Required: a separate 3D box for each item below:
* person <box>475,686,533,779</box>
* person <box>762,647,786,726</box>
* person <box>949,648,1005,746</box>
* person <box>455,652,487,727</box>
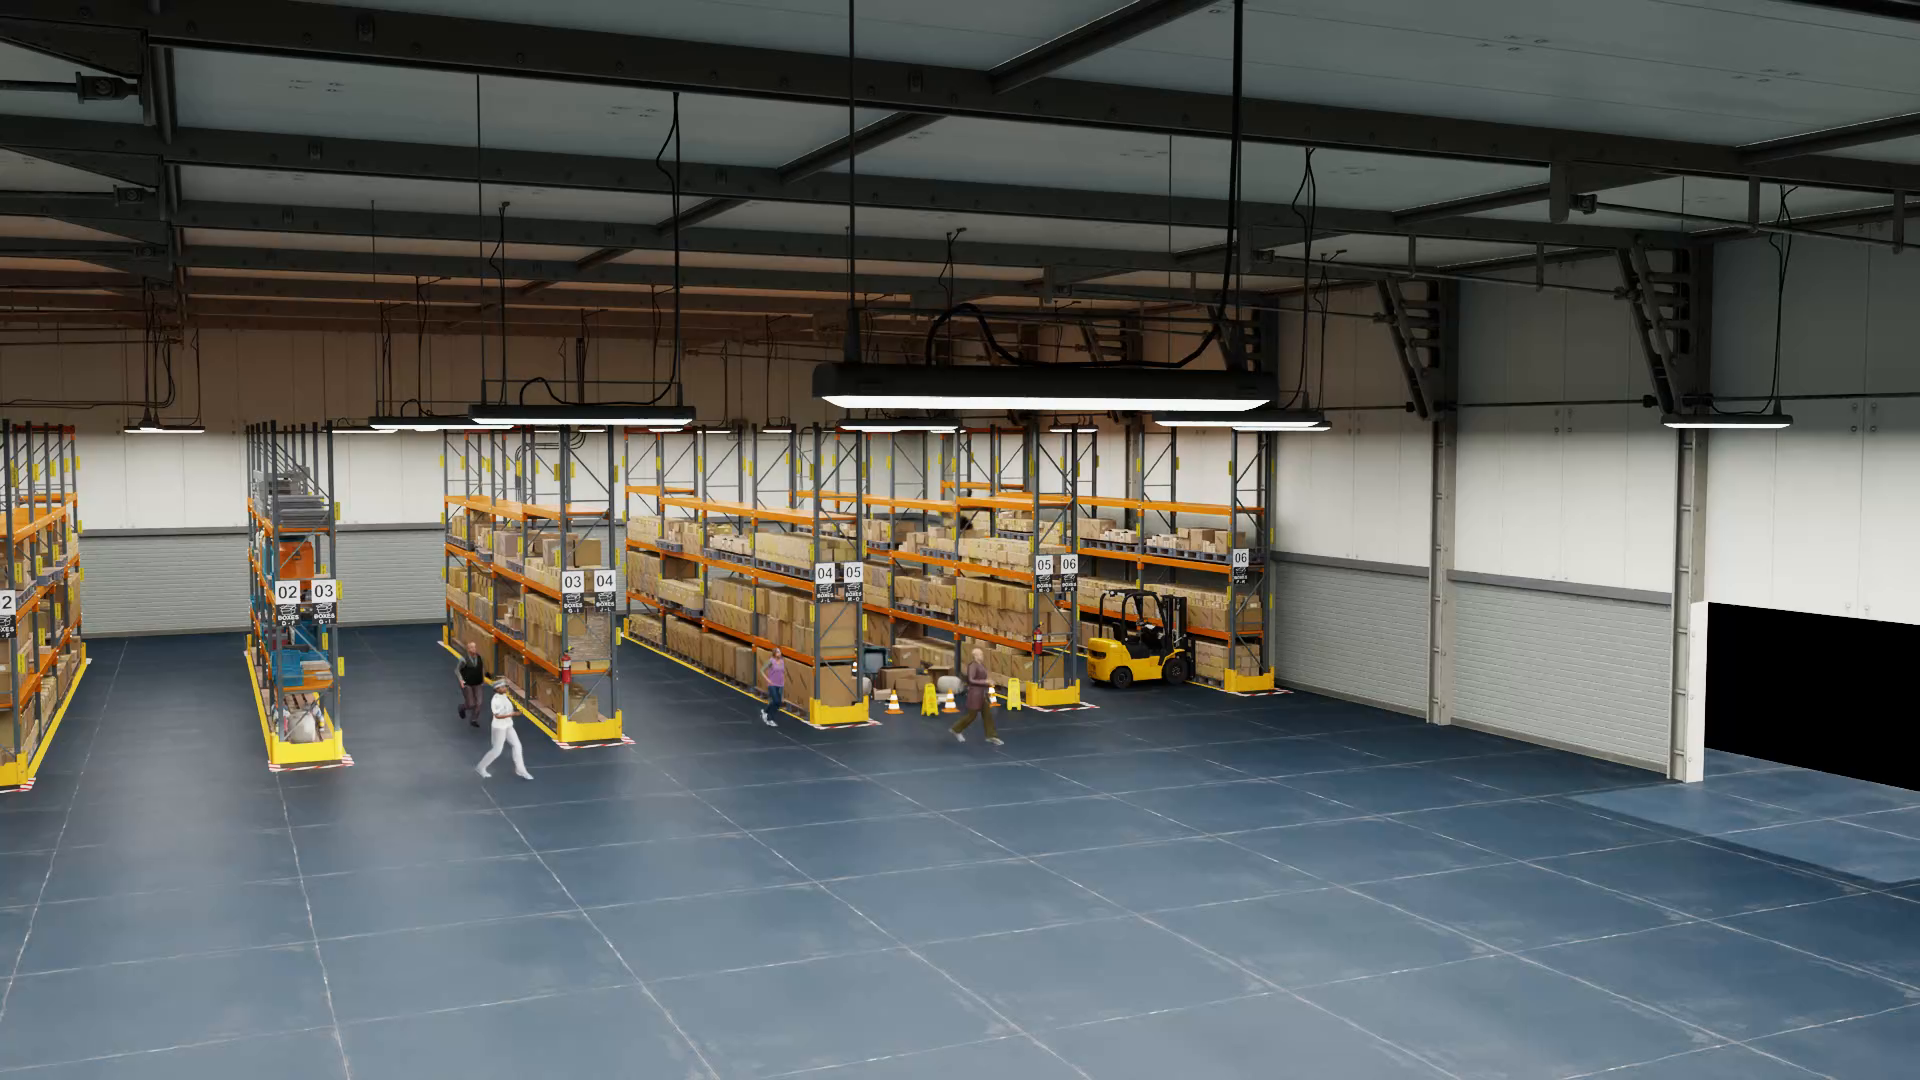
[{"bbox_3d":[-7.603,3.163,27.693,0.935,1.665,0.583,1,4,9],"label":"person"},{"bbox_3d":[-3.657,2.893,32.869,0.518,1.554,0.481,-3,5,-43],"label":"person"},{"bbox_3d":[0.300,2.891,30.684,1.054,1.792,0.710,1,4,21],"label":"person"},{"bbox_3d":[-9.660,2.937,32.820,0.647,1.485,0.622,-3,5,-39],"label":"person"}]
